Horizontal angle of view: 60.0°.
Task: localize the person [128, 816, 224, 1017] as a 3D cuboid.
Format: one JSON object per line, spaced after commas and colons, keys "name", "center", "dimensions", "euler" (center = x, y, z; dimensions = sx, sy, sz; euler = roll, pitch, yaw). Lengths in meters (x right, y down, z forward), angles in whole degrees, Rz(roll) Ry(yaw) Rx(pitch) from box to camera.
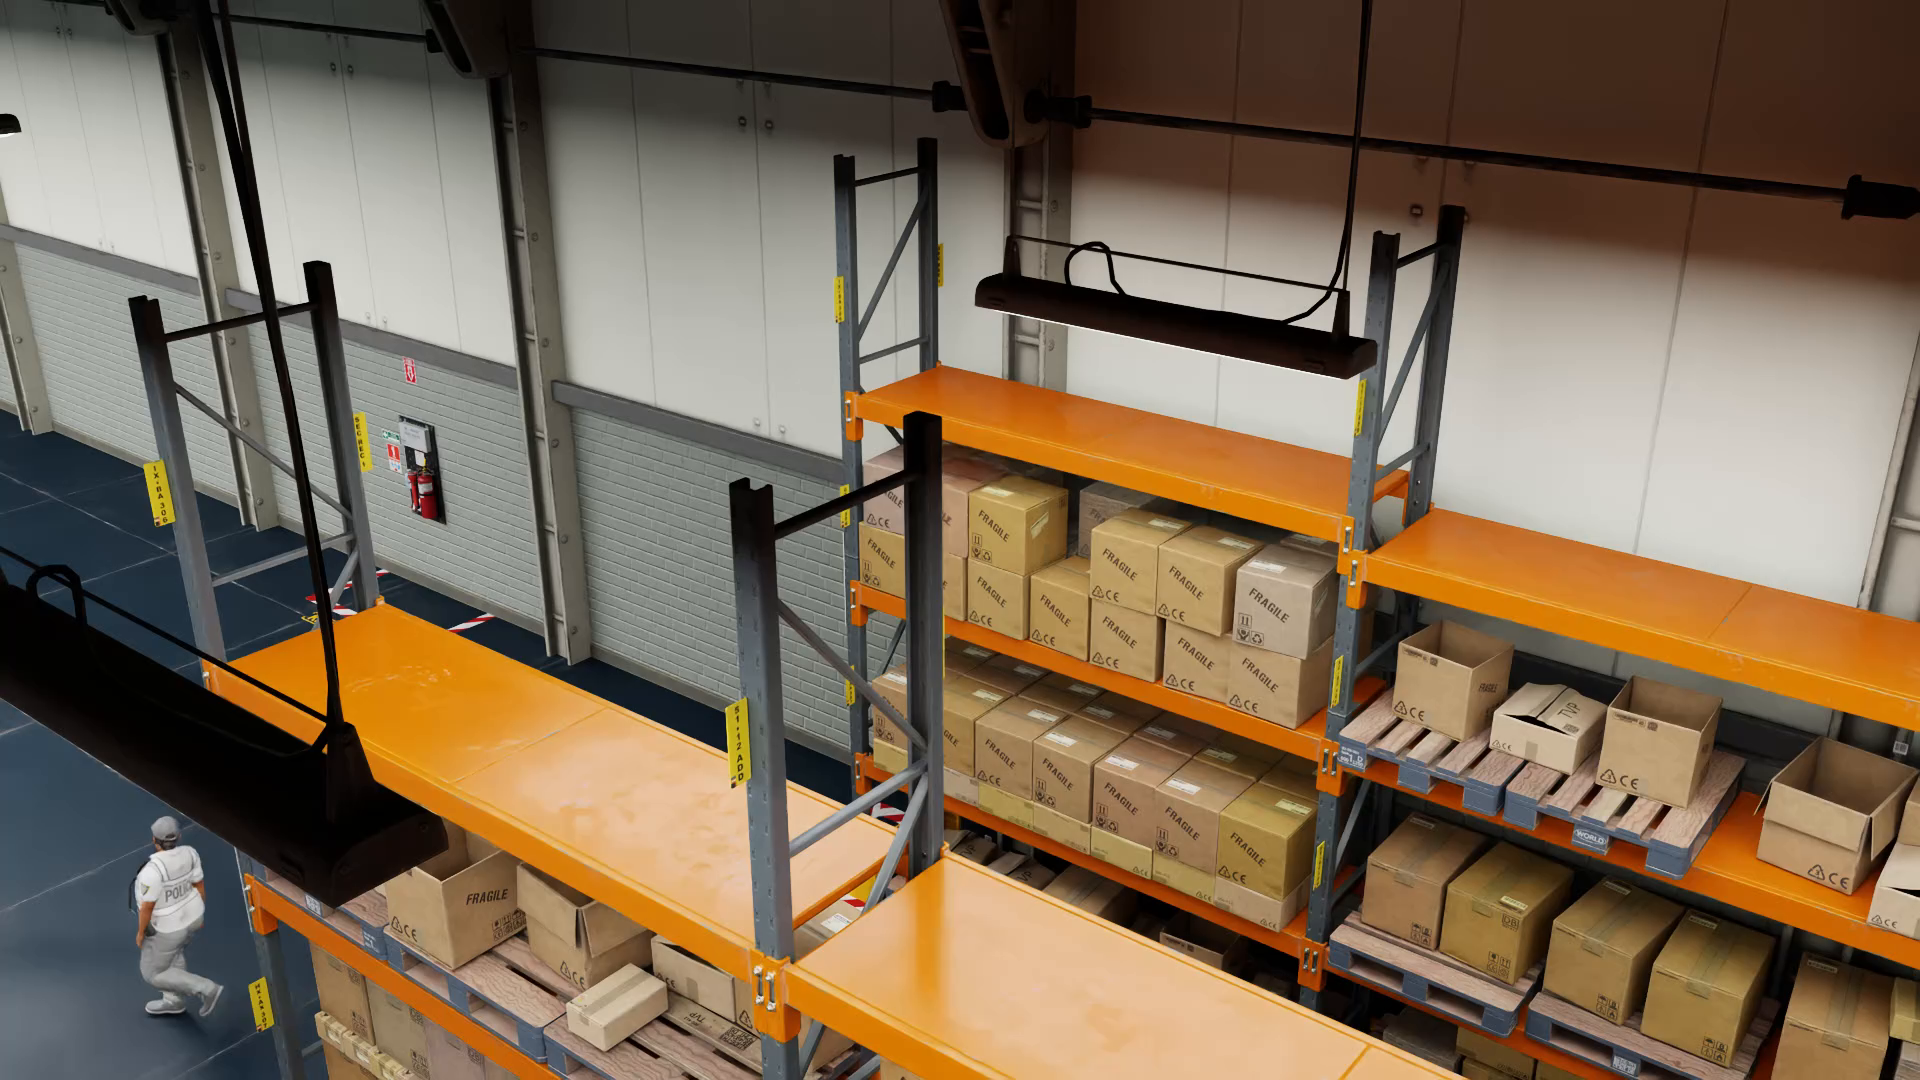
{"name": "person", "center": [-5.670, 2.742, 11.956], "dimensions": [0.709, 1.632, 0.495], "euler": [5, 23, 13]}
